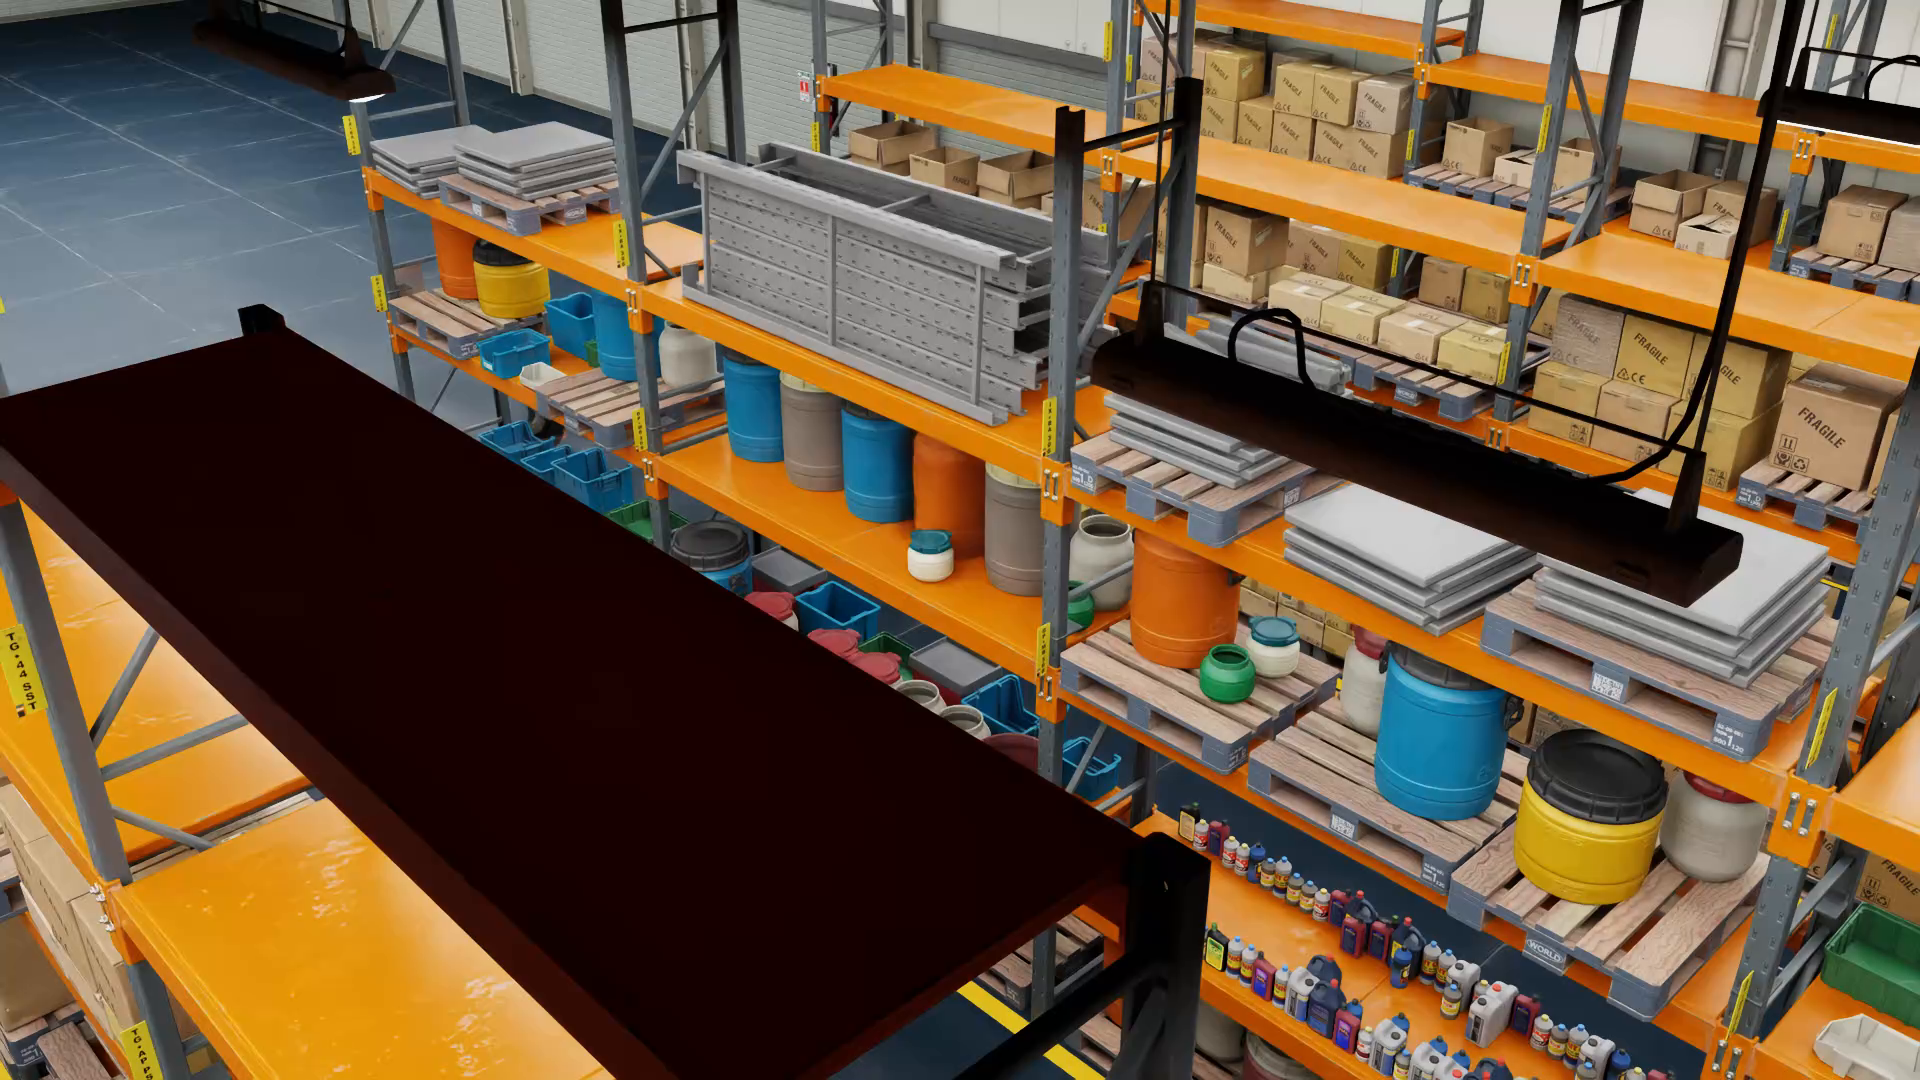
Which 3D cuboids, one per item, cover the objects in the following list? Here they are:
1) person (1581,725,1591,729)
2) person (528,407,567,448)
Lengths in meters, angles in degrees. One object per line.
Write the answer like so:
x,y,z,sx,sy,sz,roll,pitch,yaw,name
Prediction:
4.256,1.939,11.530,1.021,1.580,0.513,25,37,38,person
-4.391,-1.082,17.104,0.739,1.724,0.565,2,28,4,person
